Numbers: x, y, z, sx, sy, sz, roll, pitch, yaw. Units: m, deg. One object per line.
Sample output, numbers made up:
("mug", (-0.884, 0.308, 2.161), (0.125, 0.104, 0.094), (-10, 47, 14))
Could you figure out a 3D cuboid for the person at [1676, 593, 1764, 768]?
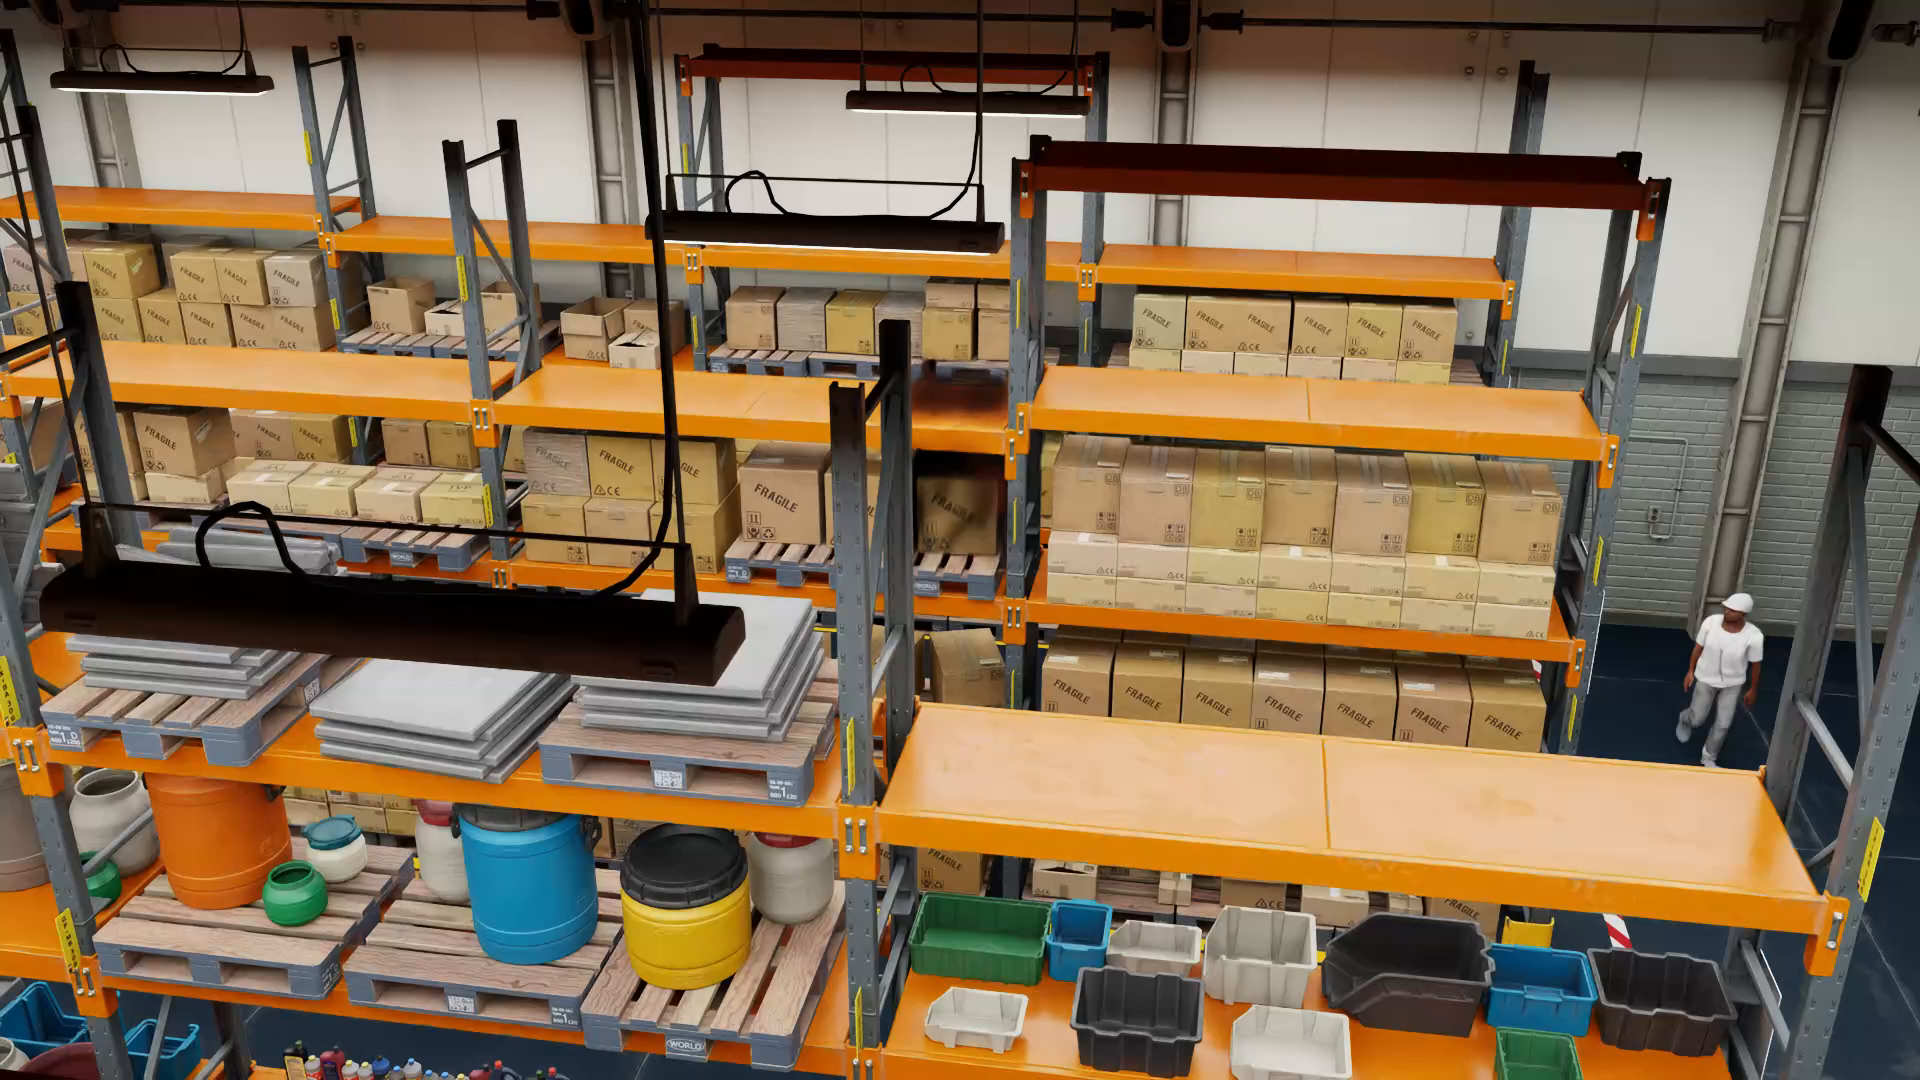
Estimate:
("person", (6.931, 1.244, 15.162), (0.595, 1.738, 0.677), (5, 24, 13))
